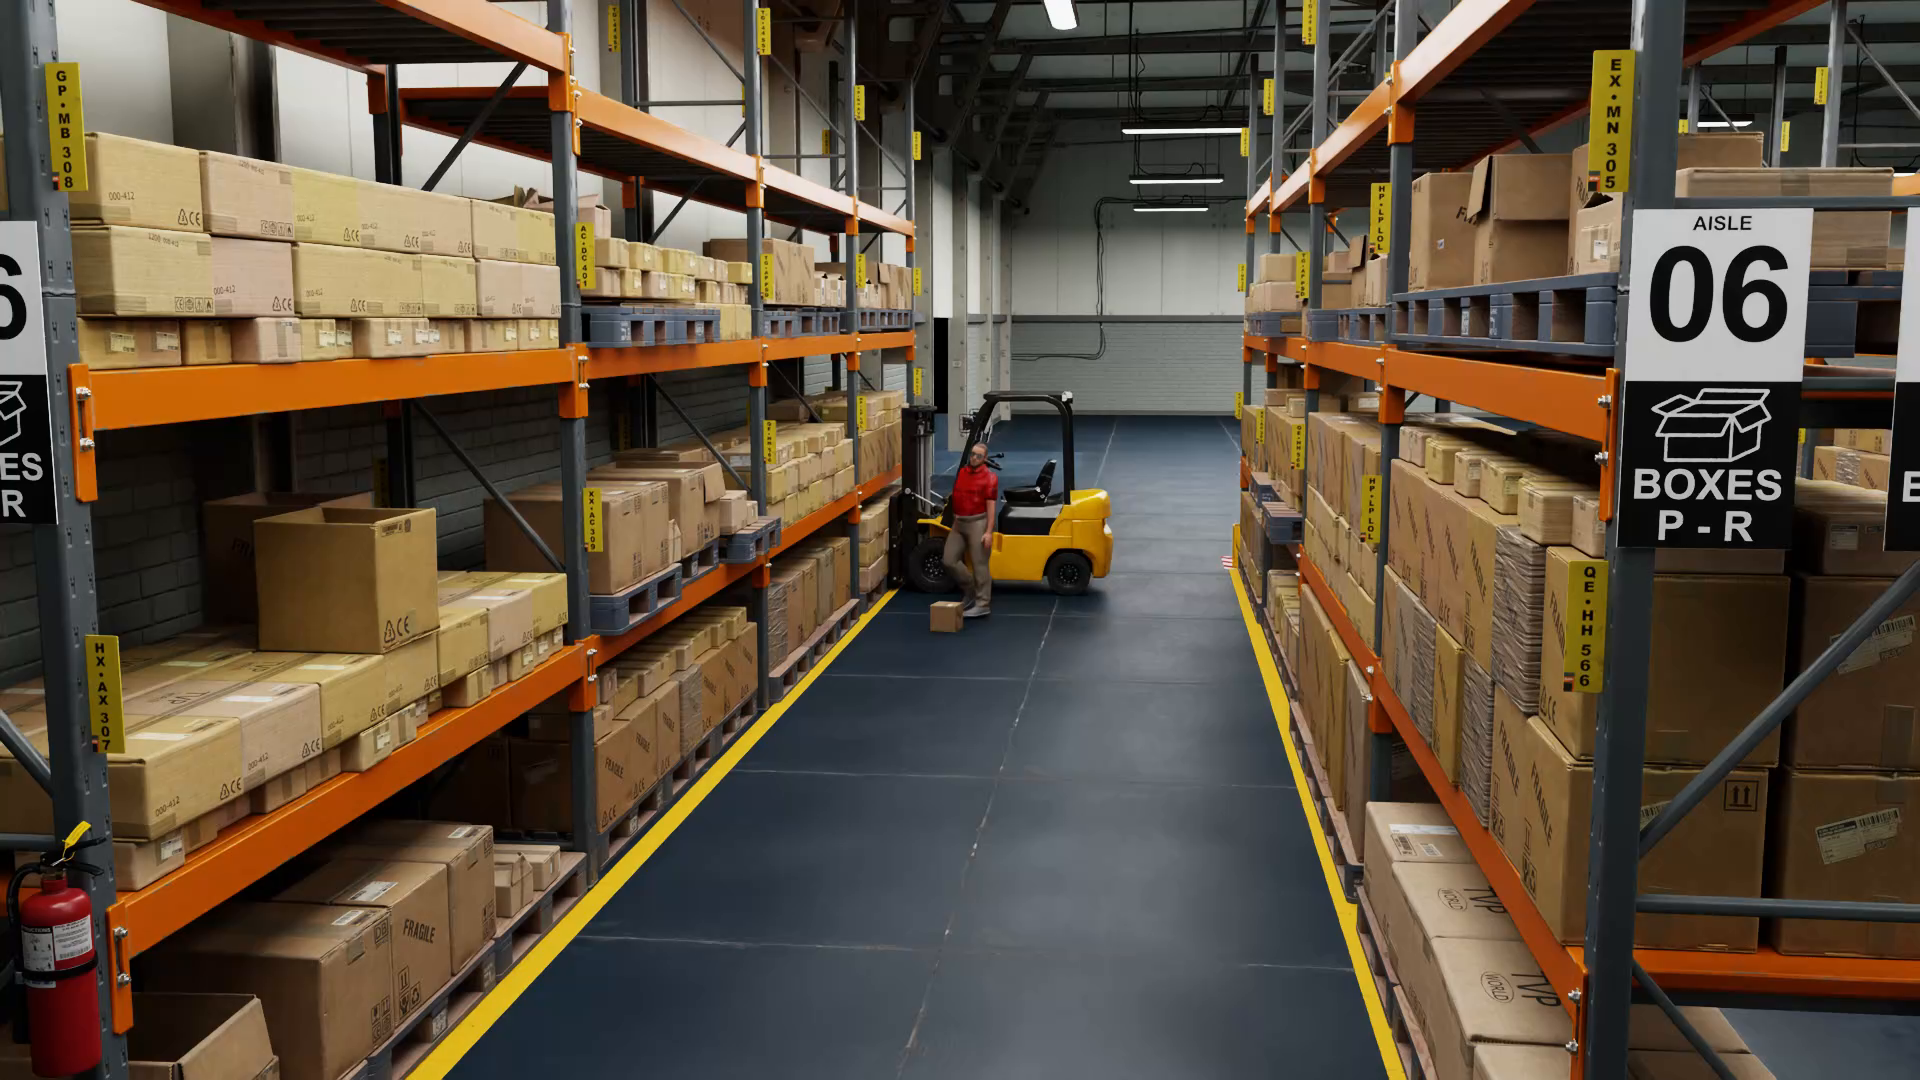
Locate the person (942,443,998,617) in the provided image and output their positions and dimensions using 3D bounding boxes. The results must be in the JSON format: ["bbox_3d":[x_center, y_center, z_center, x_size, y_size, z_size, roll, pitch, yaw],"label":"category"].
[{"bbox_3d":[0.139,-0.107,16.563,0.560,1.727,0.464,7,10,41],"label":"person"}]
